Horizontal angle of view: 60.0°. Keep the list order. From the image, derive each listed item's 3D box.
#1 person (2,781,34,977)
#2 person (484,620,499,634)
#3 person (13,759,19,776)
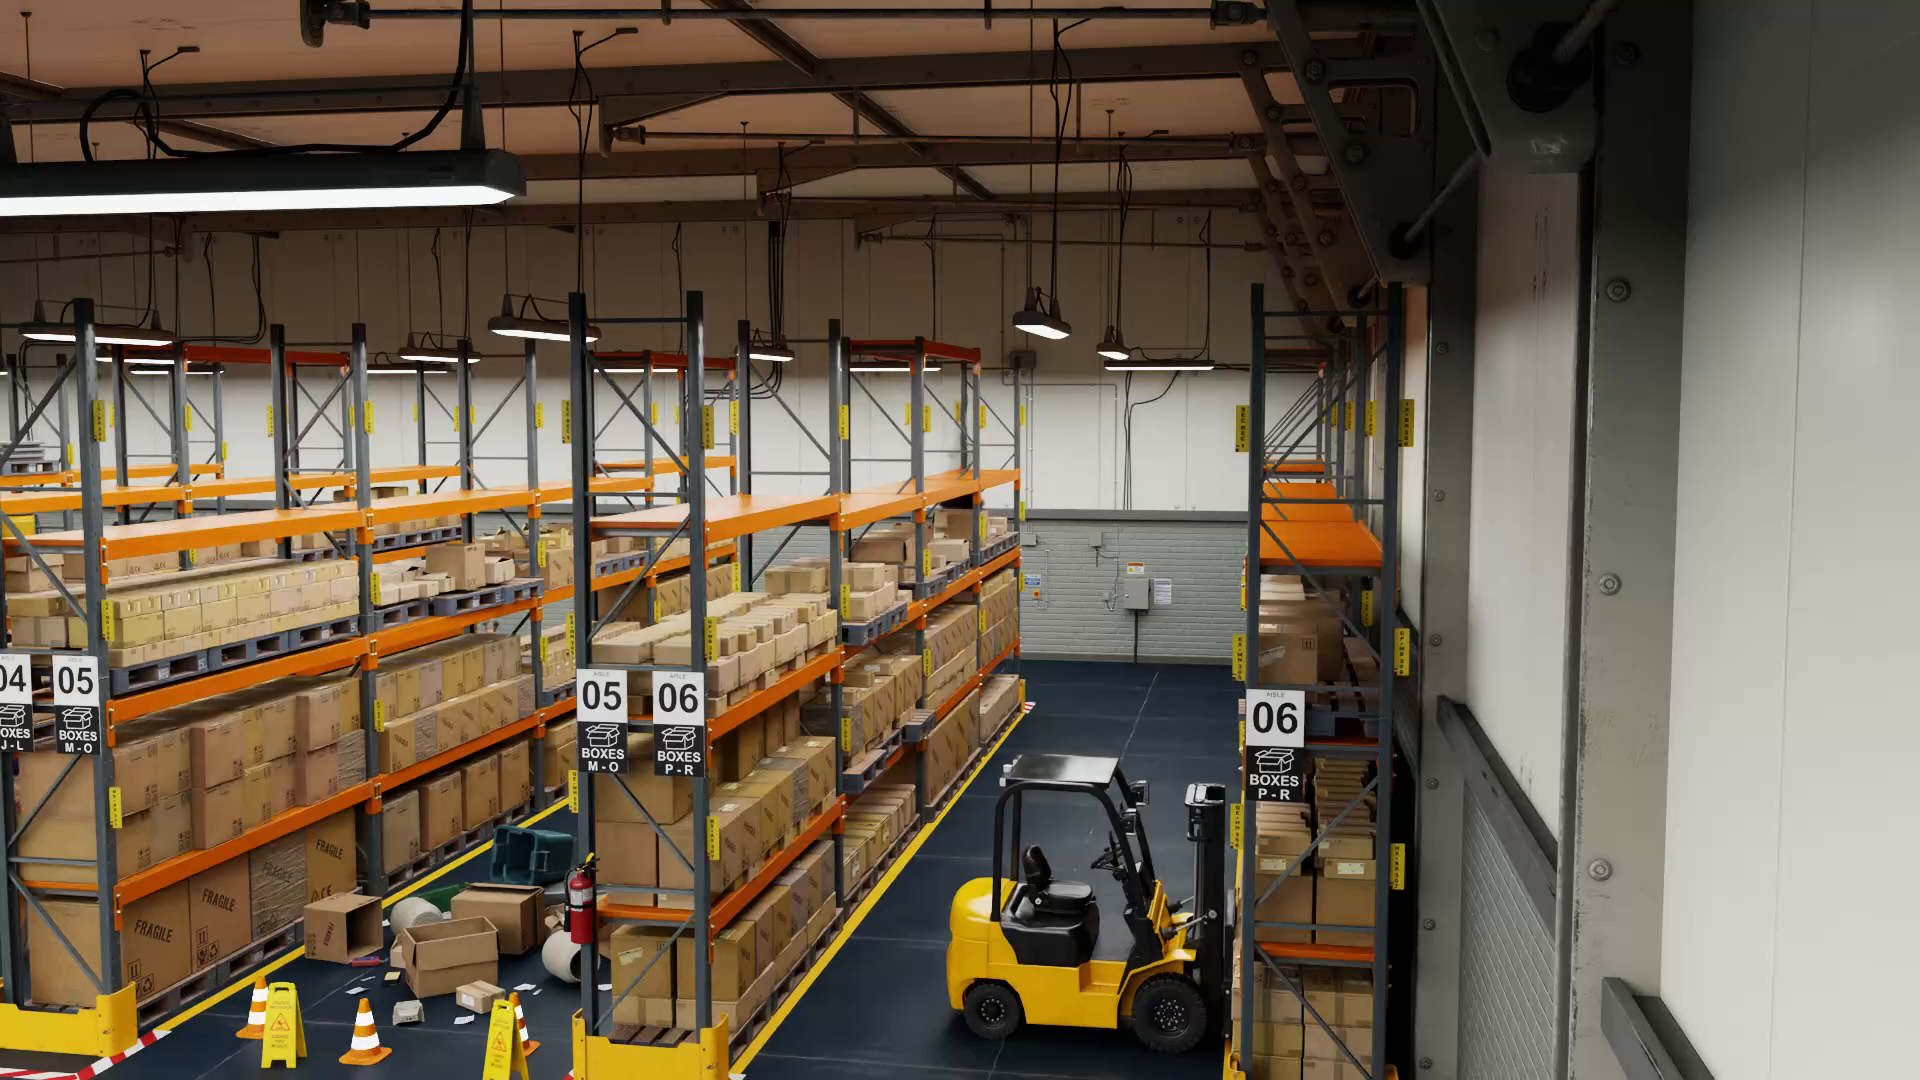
[{"bbox_3d":[-8.724,3.080,15.367,0.649,1.741,0.883,-1,5,-9],"label":"person"},{"bbox_3d":[-7.754,2.142,27.349,0.628,1.660,0.501,0,5,-1],"label":"person"},{"bbox_3d":[-12.282,2.620,21.692,0.607,1.651,0.858,0,5,1],"label":"person"}]
